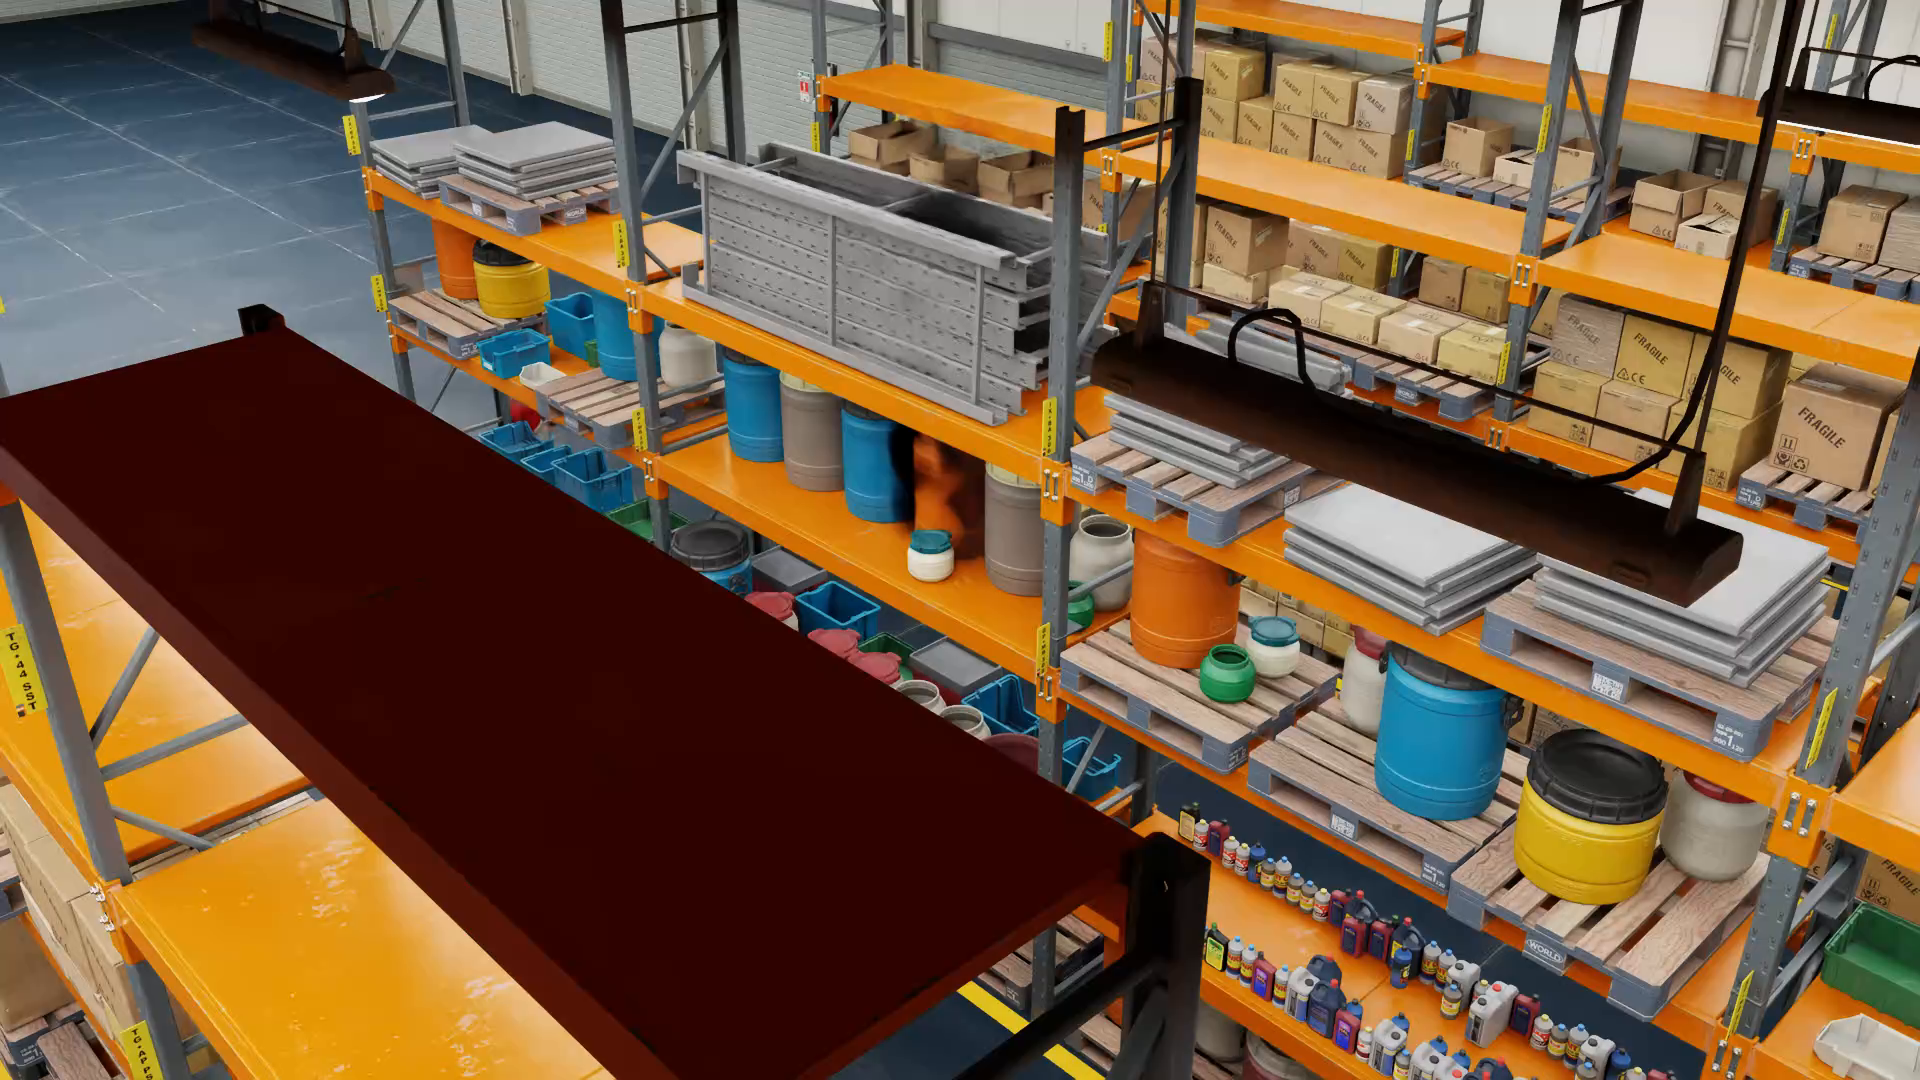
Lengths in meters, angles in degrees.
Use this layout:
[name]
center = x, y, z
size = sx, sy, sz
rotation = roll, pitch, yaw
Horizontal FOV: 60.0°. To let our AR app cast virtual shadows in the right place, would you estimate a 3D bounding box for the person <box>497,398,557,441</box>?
[person]
center = -4.398, -0.997, 16.925
size = 0.686, 1.701, 0.660
rotation = 5, 29, 9
